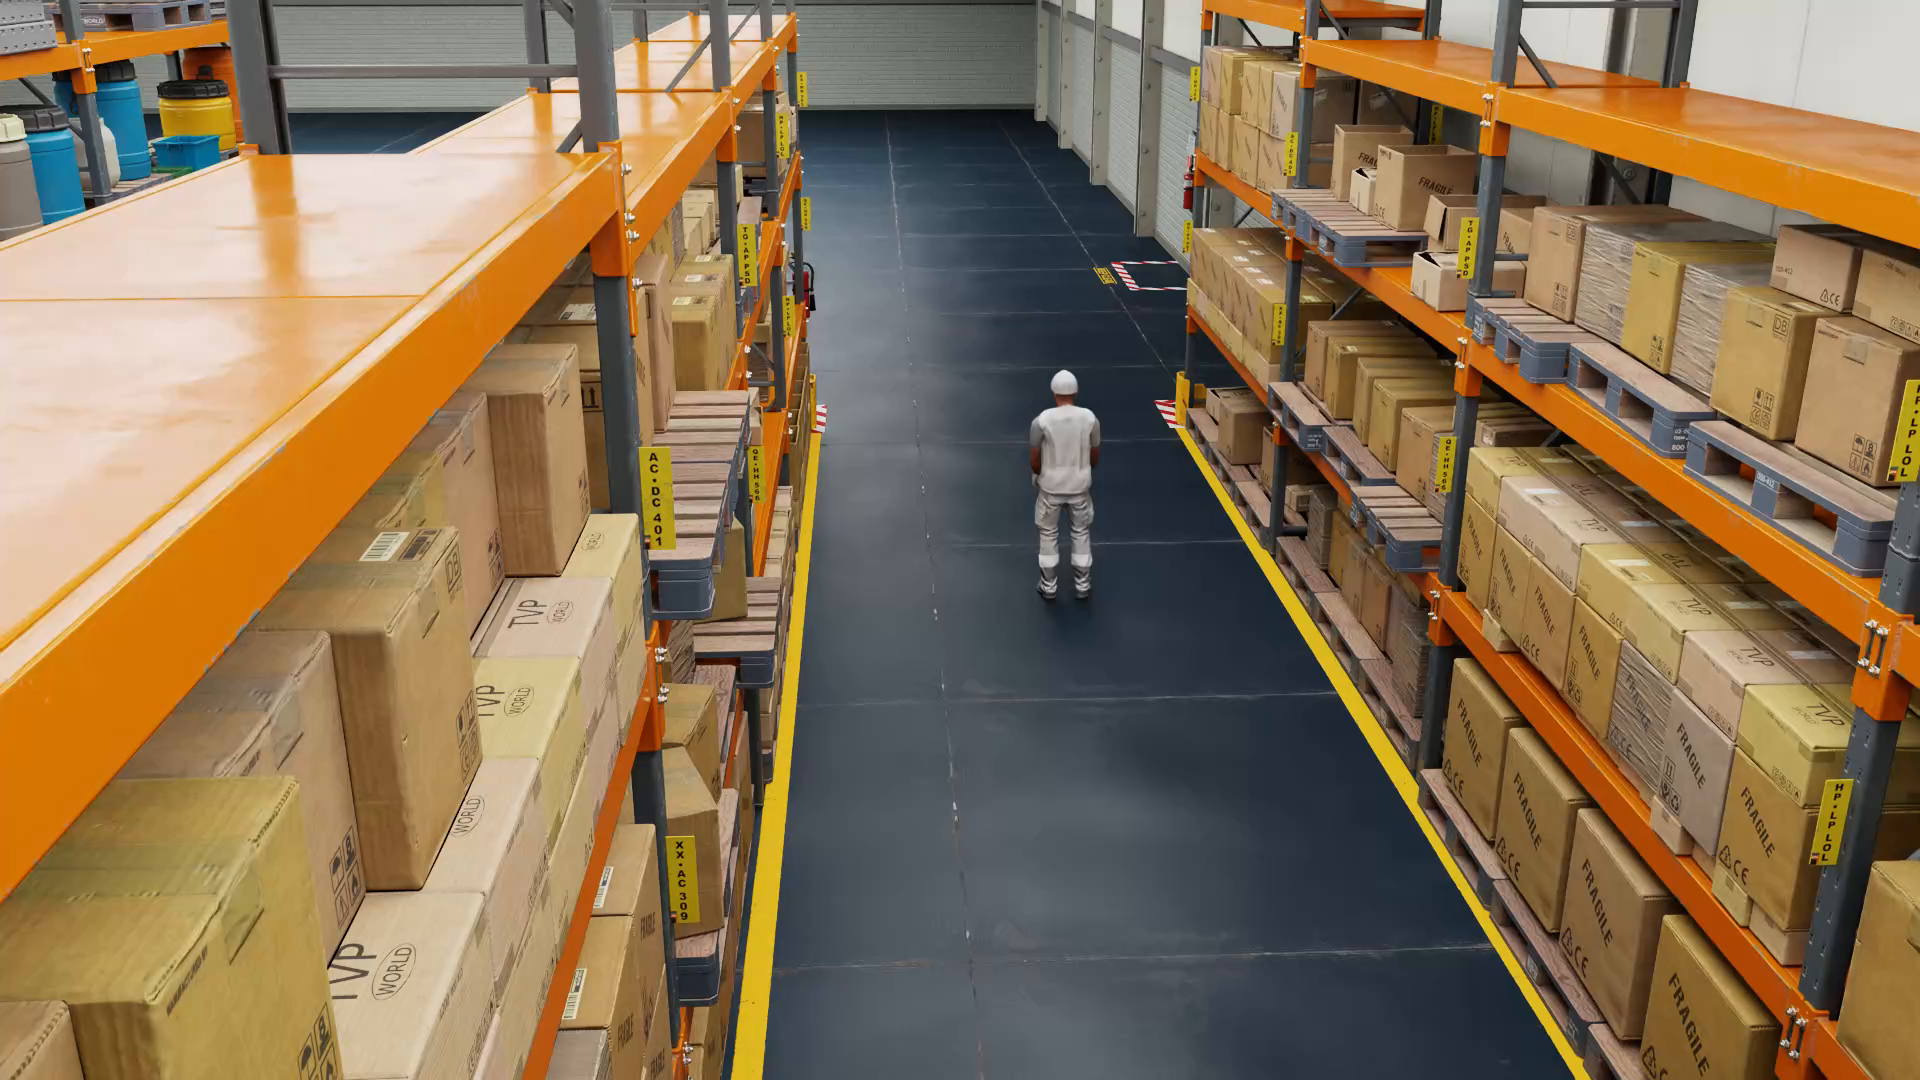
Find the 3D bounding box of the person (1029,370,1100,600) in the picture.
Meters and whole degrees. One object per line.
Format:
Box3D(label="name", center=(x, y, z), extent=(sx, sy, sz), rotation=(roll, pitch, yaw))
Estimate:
Box3D(label="person", center=(0.786, -0.420, 12.682), extent=(0.537, 1.791, 0.449), rotation=(-1, 20, -4))
